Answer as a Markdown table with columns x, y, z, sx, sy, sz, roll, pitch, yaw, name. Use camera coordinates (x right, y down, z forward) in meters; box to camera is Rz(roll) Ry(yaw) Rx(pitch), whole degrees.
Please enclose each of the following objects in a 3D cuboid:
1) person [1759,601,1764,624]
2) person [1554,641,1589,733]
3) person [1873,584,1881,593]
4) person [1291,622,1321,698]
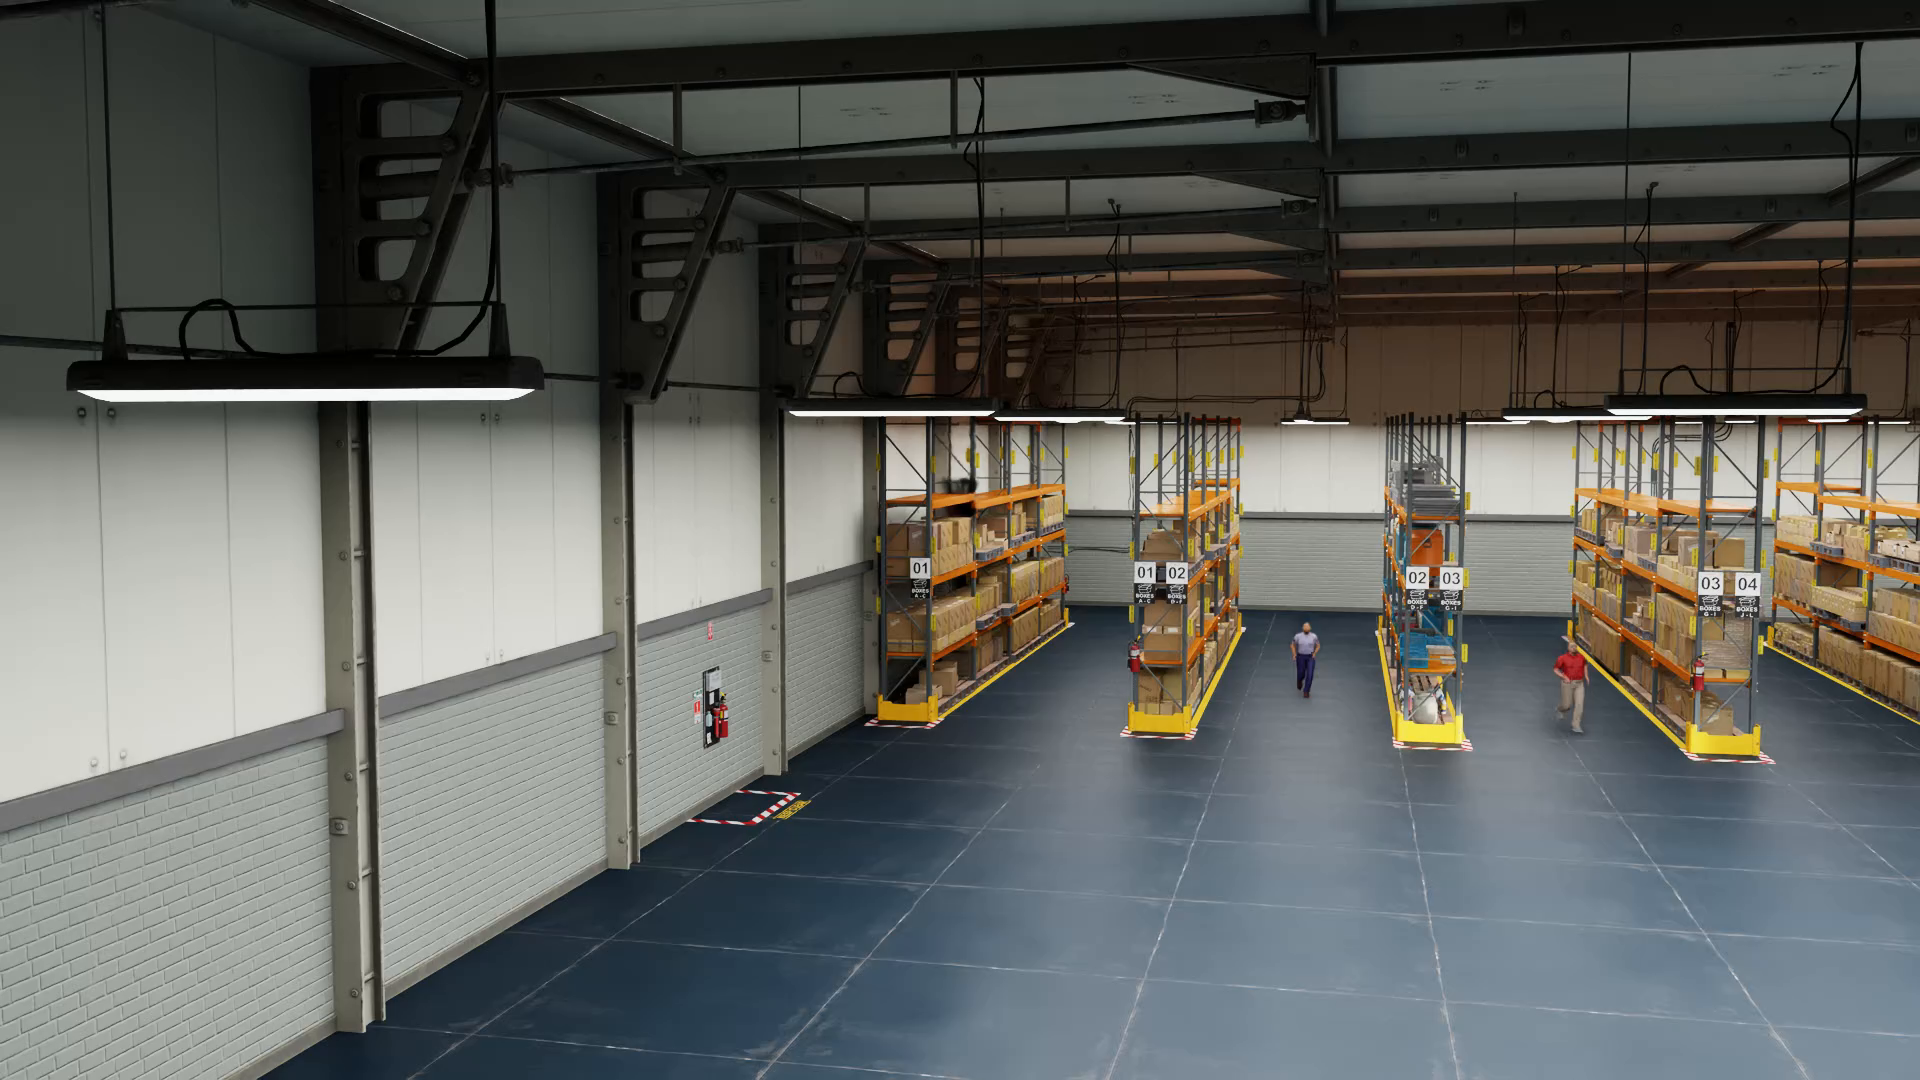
| x | y | z | sx | sy | sz | roll | pitch | yaw | name |
| --- | --- | --- | --- | --- | --- | --- | --- | --- | --- |
| 19.264 | 2.080 | 40.534 | 0.682 | 1.808 | 0.808 | 1 | 4 | 15 | person |
| 11.592 | 2.755 | 31.450 | 0.678 | 1.689 | 0.917 | 0 | 4 | 0 | person |
| 23.043 | 2.000 | 41.948 | 0.730 | 1.785 | 1.056 | 1 | 4 | 15 | person |
| 7.365 | 2.548 | 35.407 | 0.616 | 1.593 | 0.550 | 0 | 4 | 7 | person |
